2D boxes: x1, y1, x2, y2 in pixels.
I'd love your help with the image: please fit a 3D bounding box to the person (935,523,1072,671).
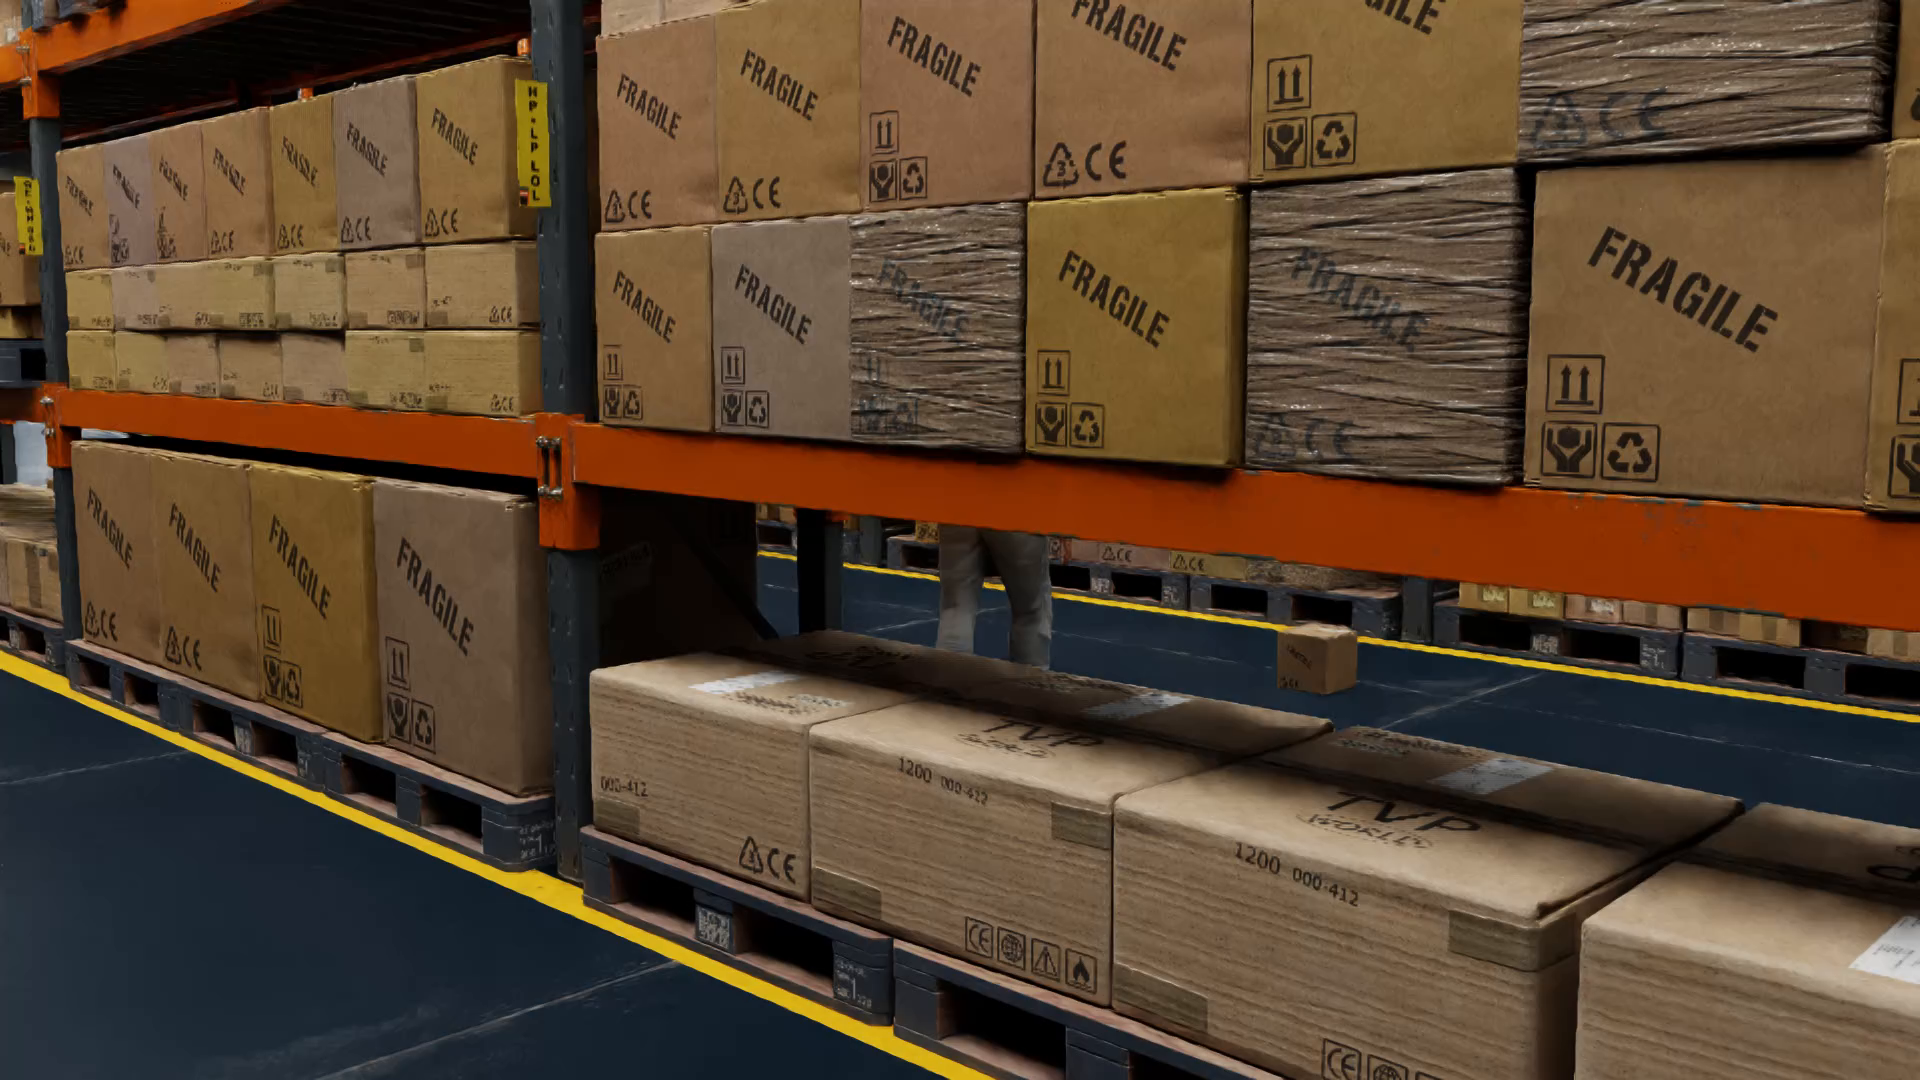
[{"bbox_3d":[0.155,-0.078,6.324,0.603,1.650,0.616,3,8,24],"label":"person"}]
